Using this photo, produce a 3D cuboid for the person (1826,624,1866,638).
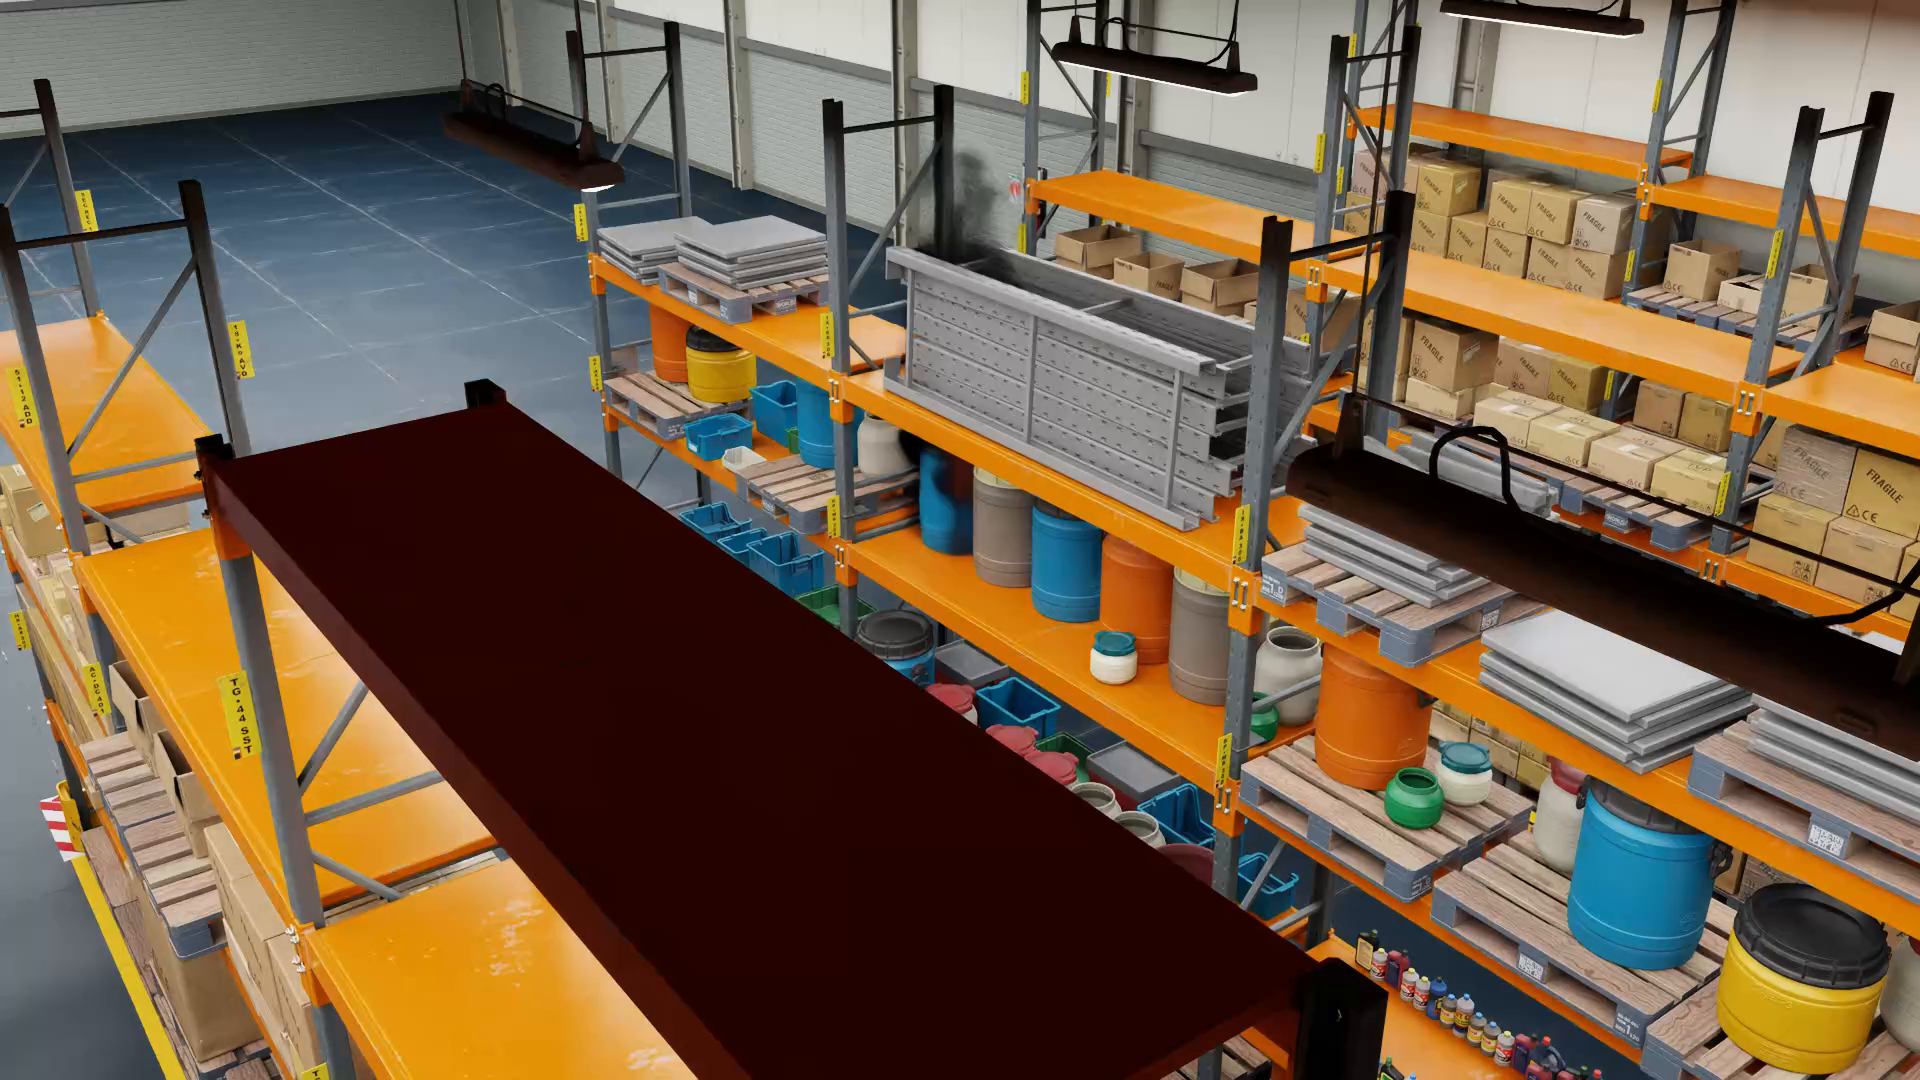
[{"bbox_3d":[7.470,1.241,14.208,0.667,1.788,0.911,-22,33,-40],"label":"person"}]
